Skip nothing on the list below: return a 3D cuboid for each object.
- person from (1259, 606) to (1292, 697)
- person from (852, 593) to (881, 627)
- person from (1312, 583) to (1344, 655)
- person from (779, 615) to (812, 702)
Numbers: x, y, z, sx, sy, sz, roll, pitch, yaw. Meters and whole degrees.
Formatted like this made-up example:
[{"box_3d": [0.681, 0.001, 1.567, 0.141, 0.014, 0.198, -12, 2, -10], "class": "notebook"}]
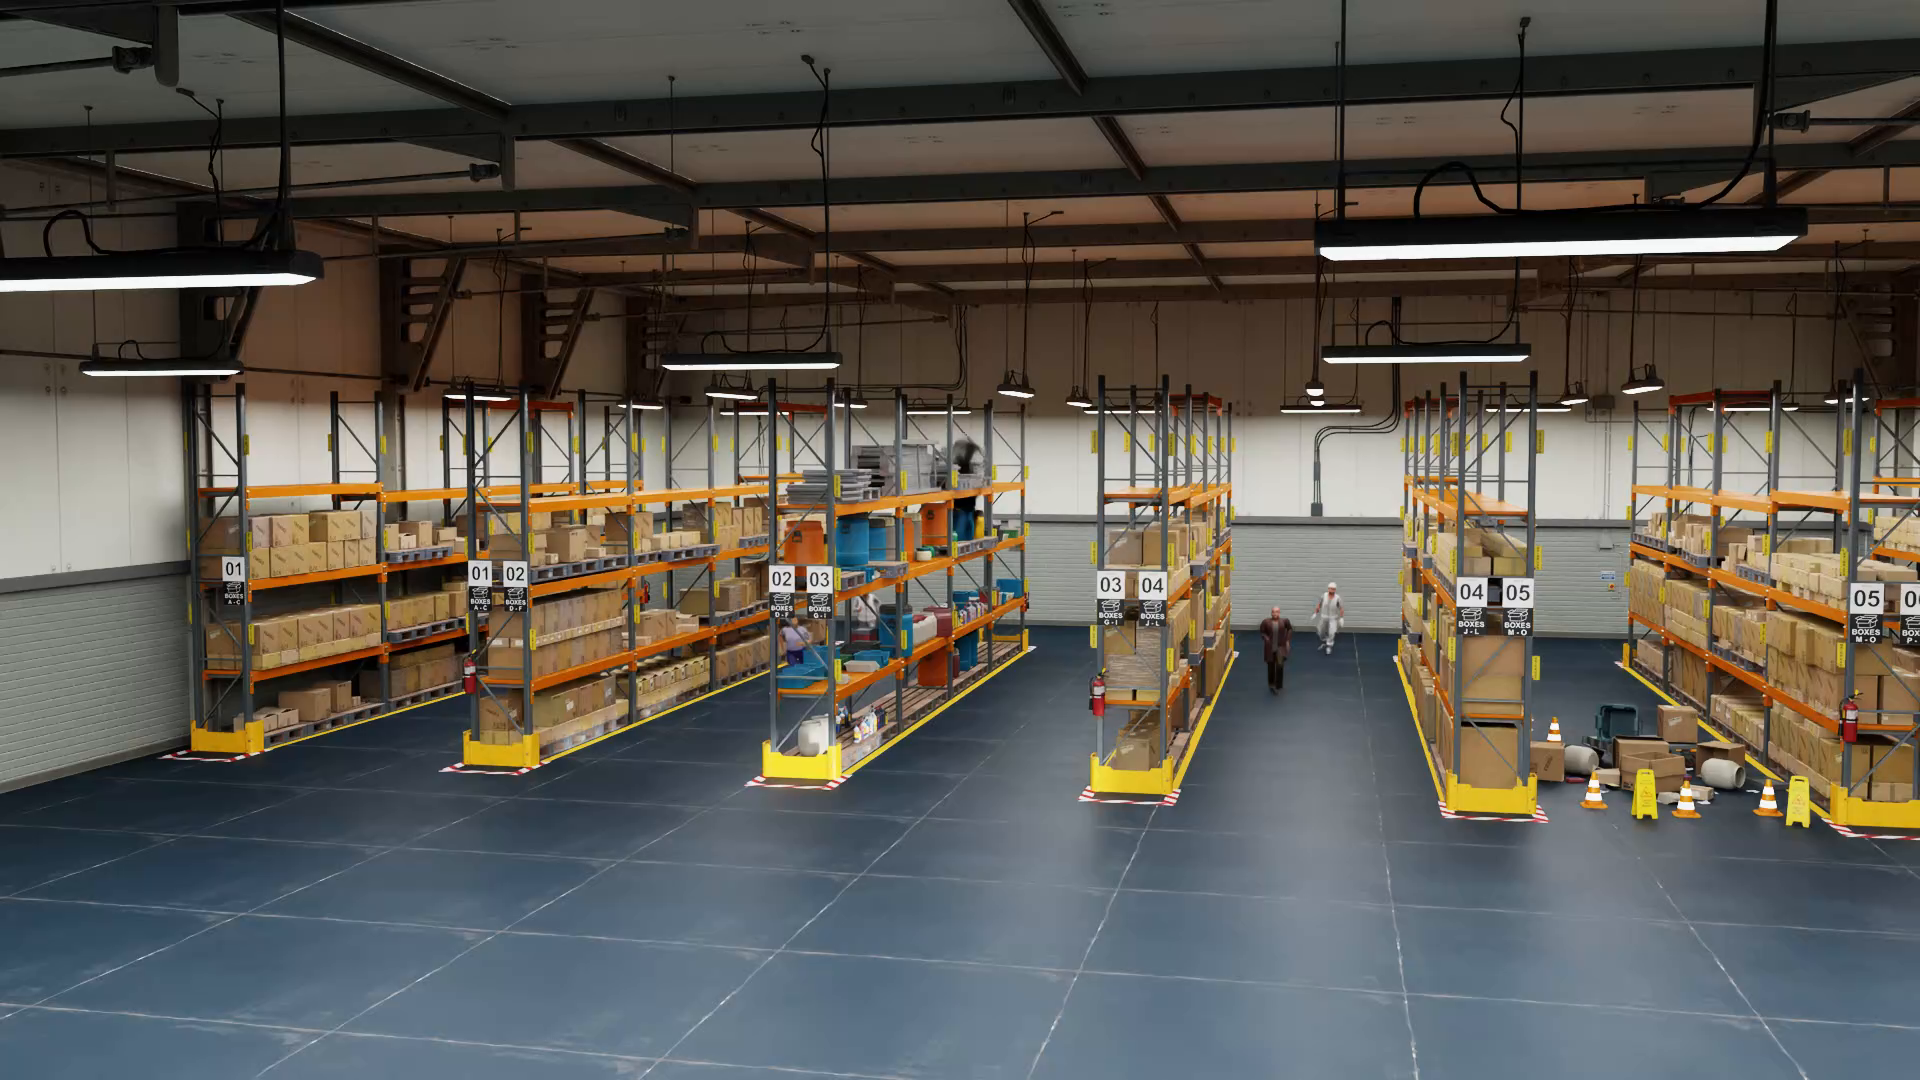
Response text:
[{"box_3d": [6.324, 2.231, 33.351, 0.649, 1.837, 0.952, 1, 3, 13], "class": "person"}, {"box_3d": [-2.209, 1.886, 39.228, 0.665, 1.769, 0.961, 0, 3, 3], "class": "person"}, {"box_3d": [8.823, 1.866, 39.782, 0.792, 1.735, 0.757, 1, 4, 22], "class": "person"}, {"box_3d": [-3.249, 2.315, 32.759, 0.660, 1.690, 0.813, 0, 3, -2], "class": "person"}]
